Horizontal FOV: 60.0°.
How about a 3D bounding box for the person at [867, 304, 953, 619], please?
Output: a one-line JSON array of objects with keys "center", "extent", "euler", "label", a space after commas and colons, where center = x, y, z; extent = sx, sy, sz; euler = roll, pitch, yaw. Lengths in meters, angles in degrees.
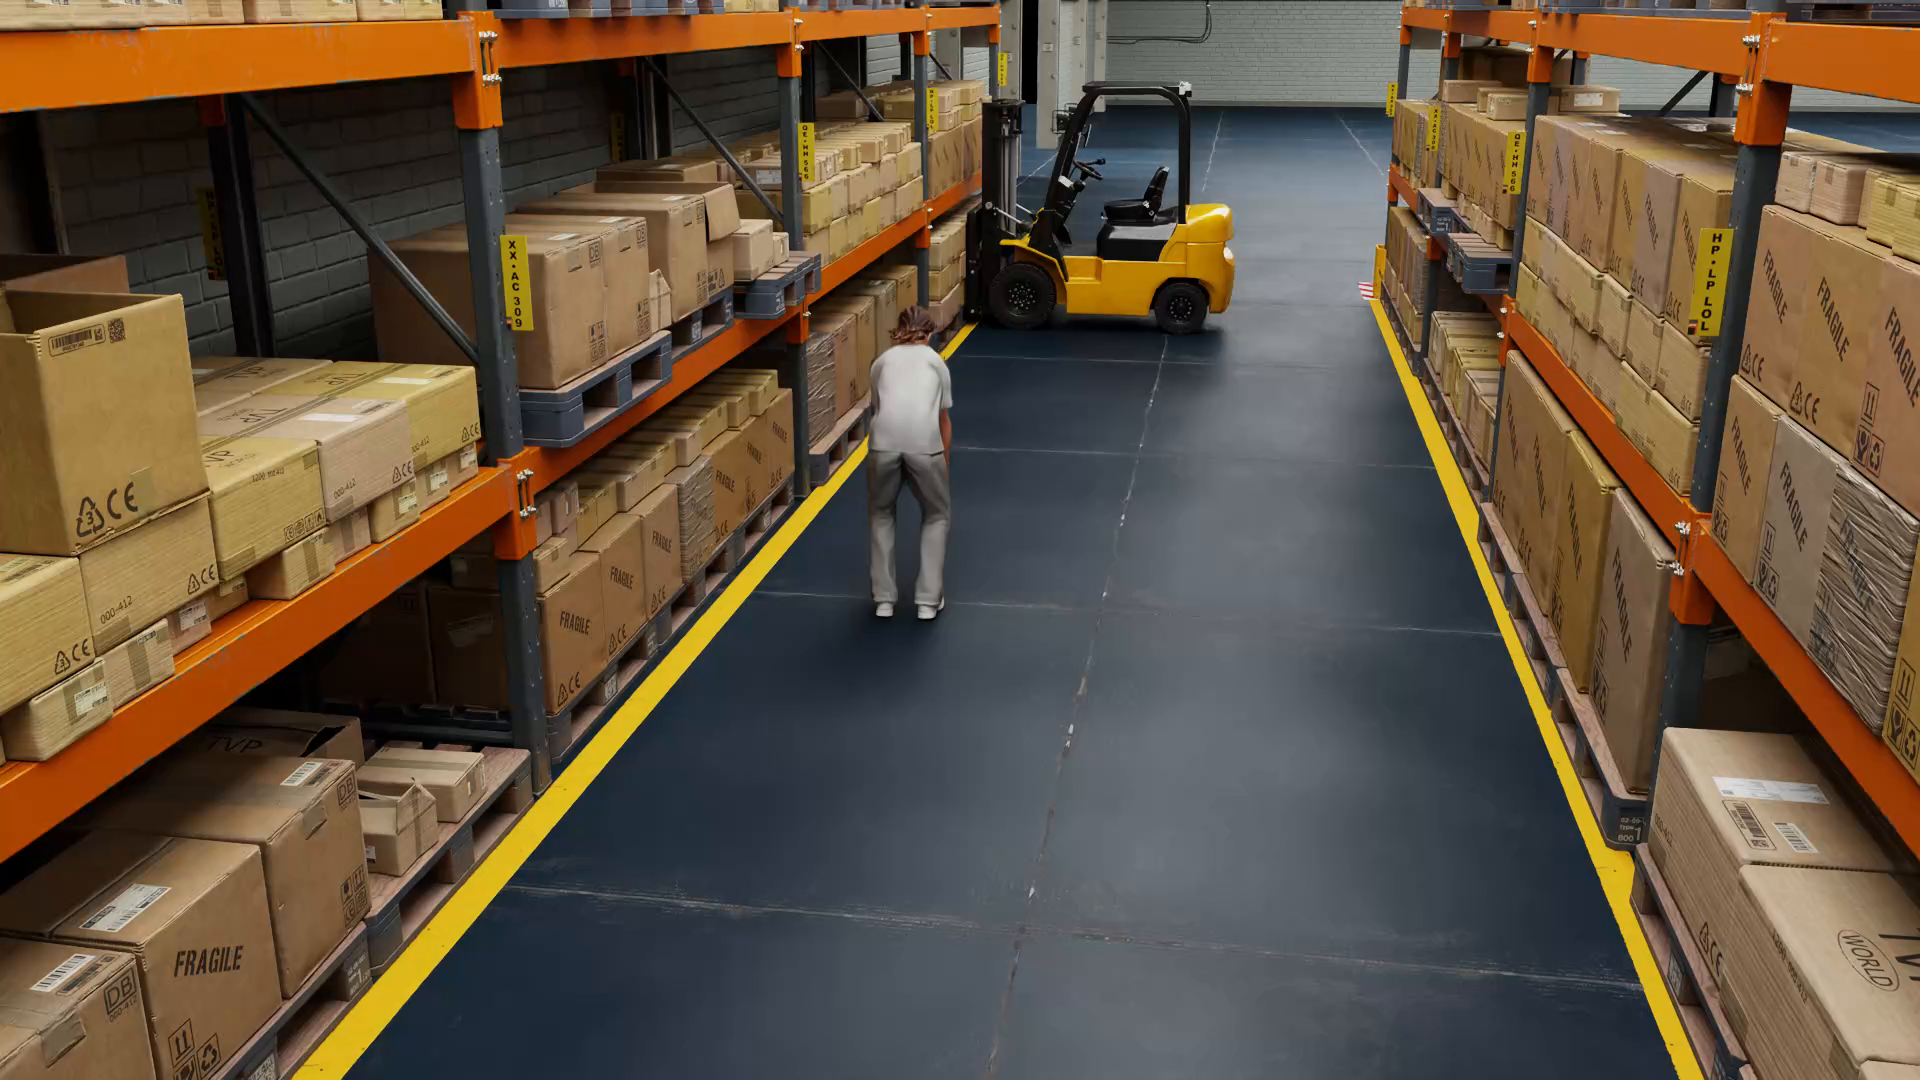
[{"center": [-0.240, -0.387, 8.131], "extent": [0.415, 1.446, 0.723], "euler": [2, 18, 6], "label": "person"}]
